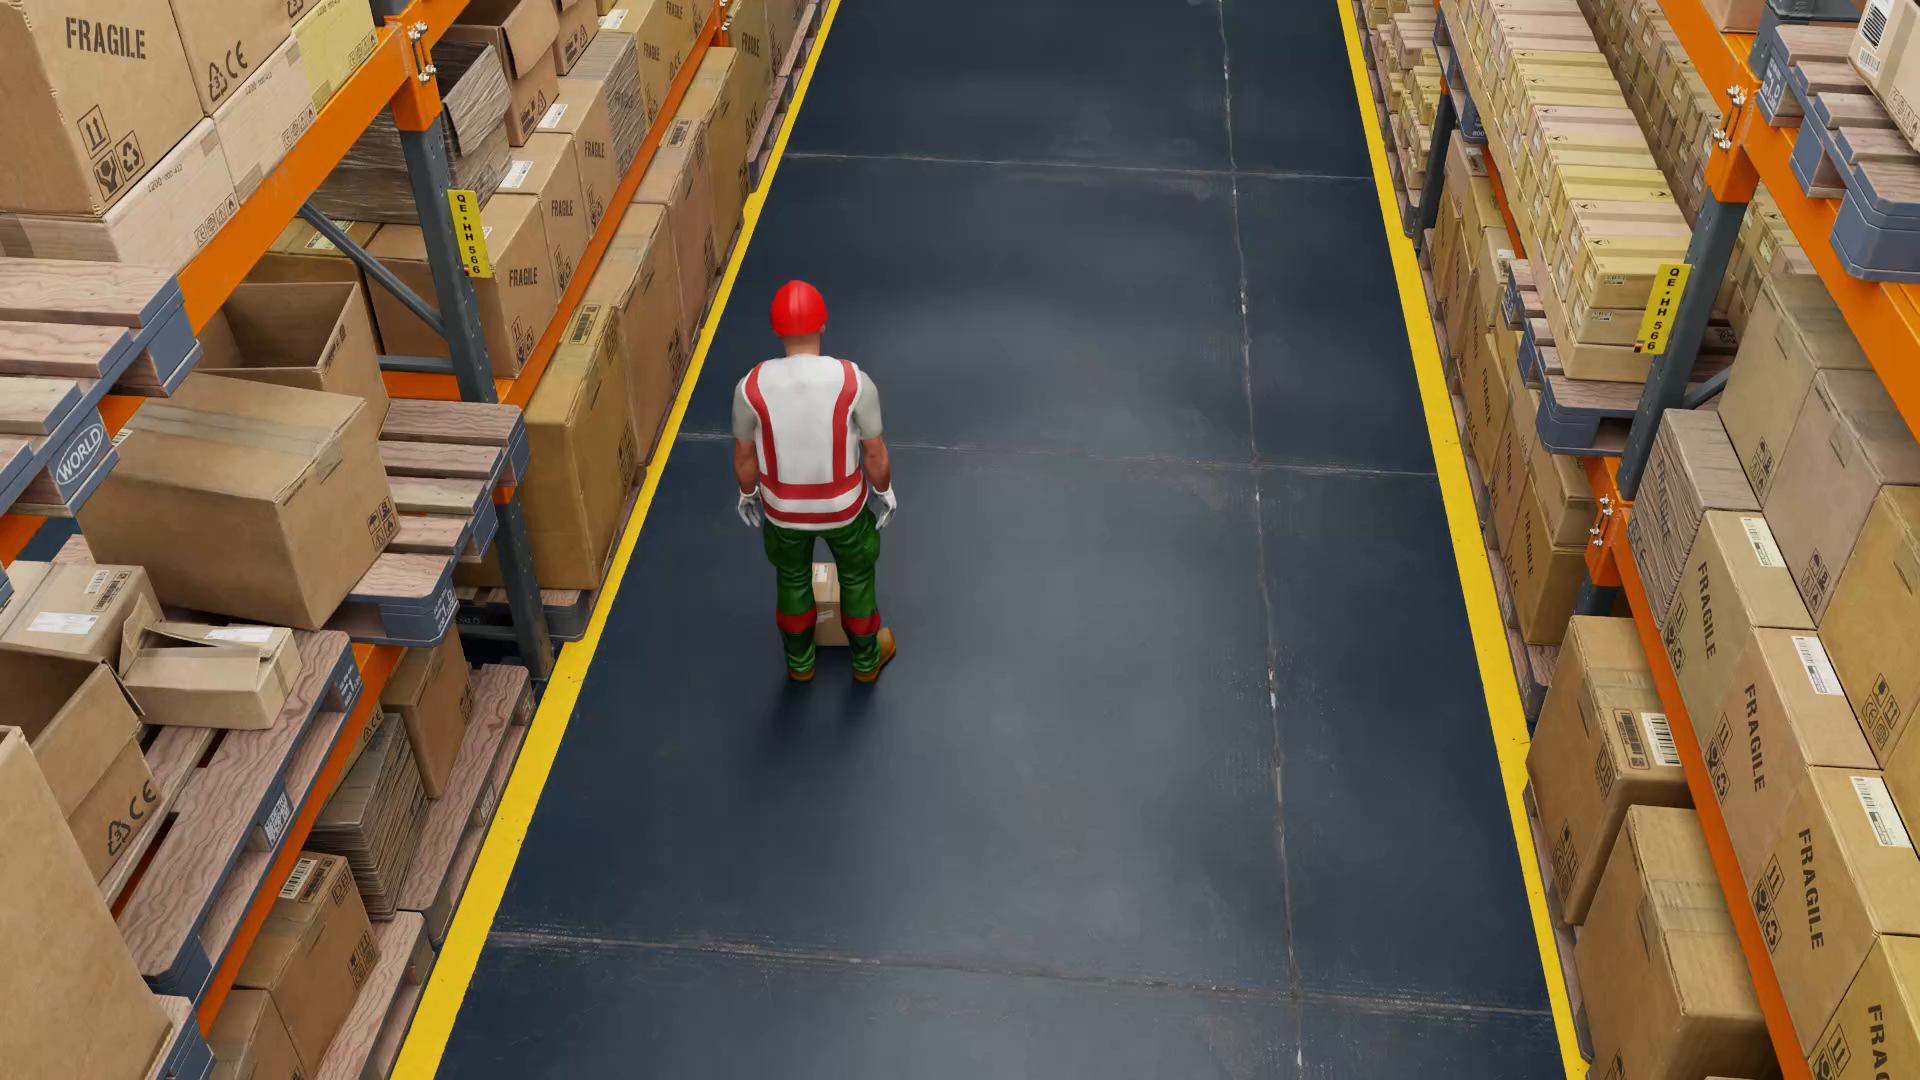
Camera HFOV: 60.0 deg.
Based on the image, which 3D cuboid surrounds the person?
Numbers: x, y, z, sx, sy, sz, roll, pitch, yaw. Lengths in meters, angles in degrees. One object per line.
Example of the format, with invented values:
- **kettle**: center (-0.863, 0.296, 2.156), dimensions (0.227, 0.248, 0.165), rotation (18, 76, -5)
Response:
- **person**: center (-0.548, -0.171, 6.351), dimensions (0.610, 1.777, 0.451), rotation (1, 40, 1)
